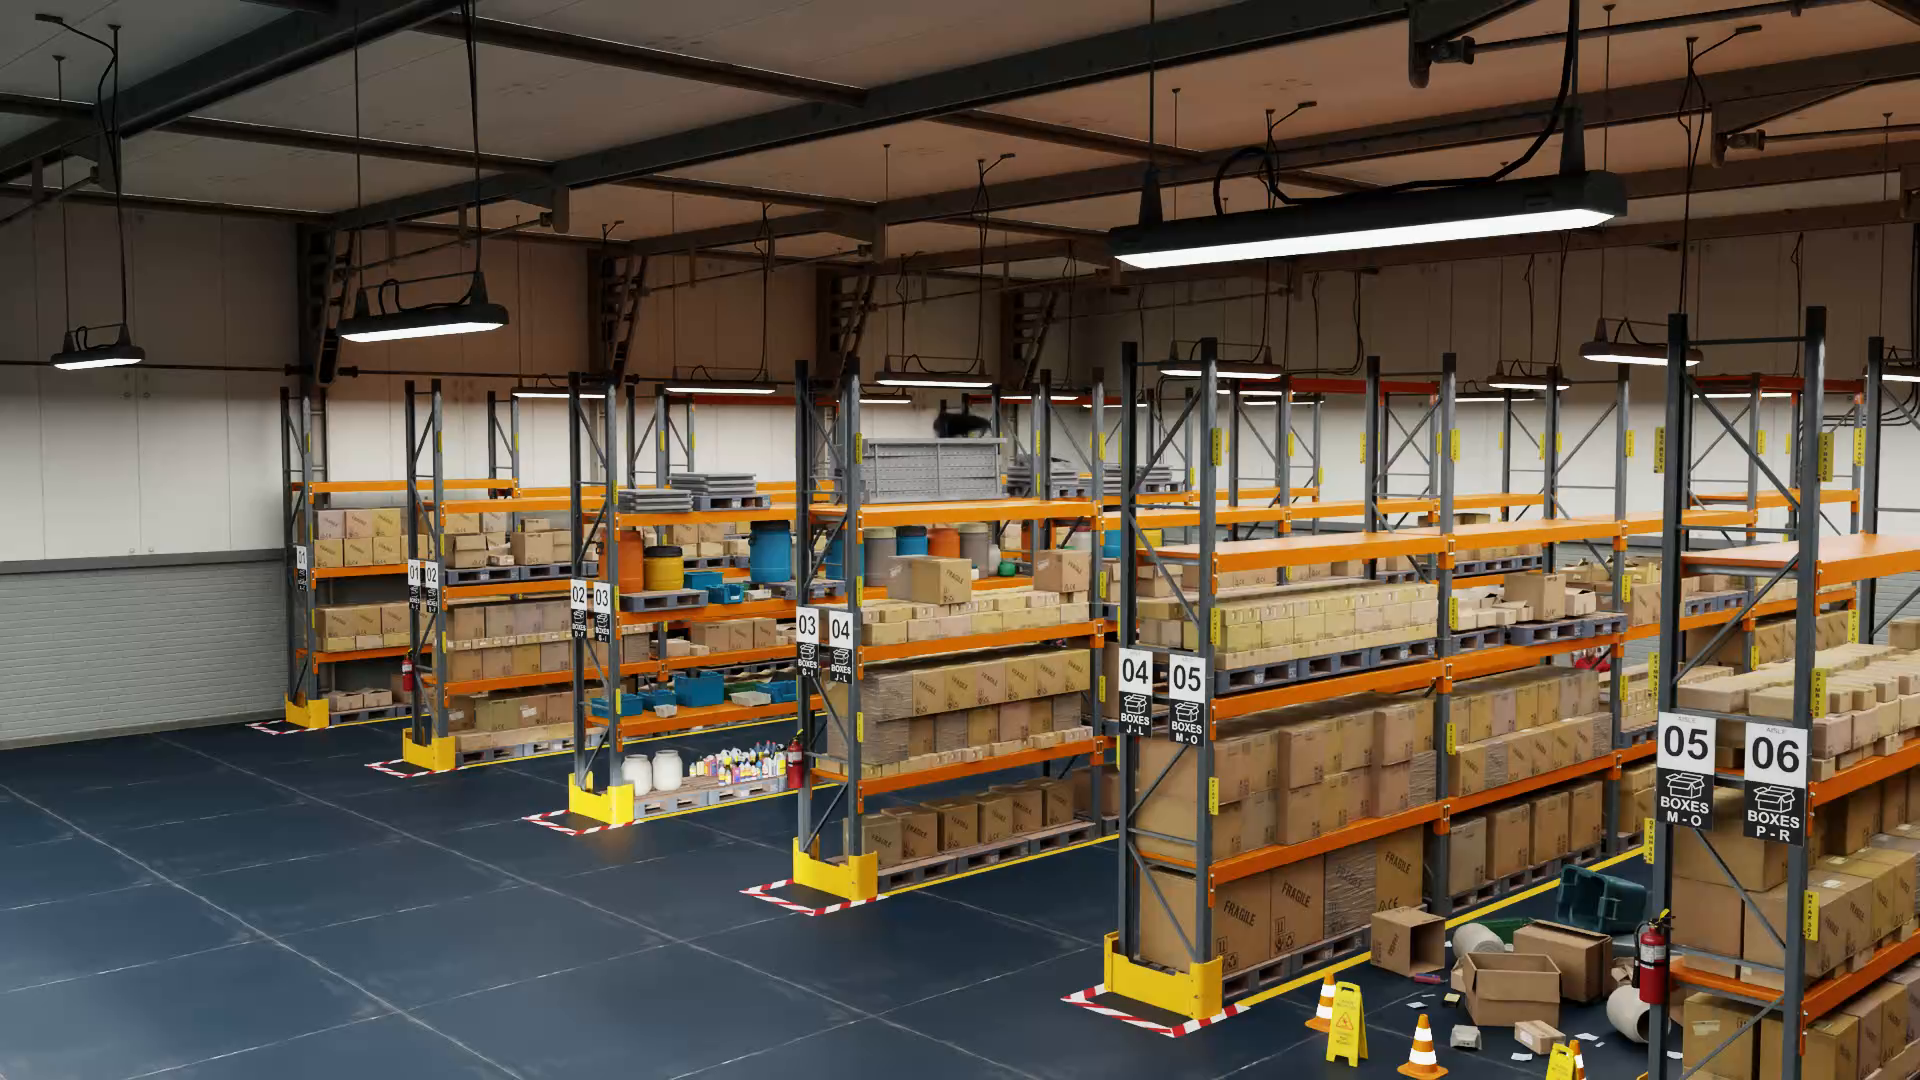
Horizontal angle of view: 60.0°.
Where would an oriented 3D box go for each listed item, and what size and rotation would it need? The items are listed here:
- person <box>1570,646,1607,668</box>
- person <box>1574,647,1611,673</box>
[{"bbox_3d":[11.372,2.430,30.071,0.618,1.707,0.790,0,4,-3],"label":"person"},{"bbox_3d":[10.482,2.565,27.572,0.685,1.708,0.631,3,5,40],"label":"person"}]
